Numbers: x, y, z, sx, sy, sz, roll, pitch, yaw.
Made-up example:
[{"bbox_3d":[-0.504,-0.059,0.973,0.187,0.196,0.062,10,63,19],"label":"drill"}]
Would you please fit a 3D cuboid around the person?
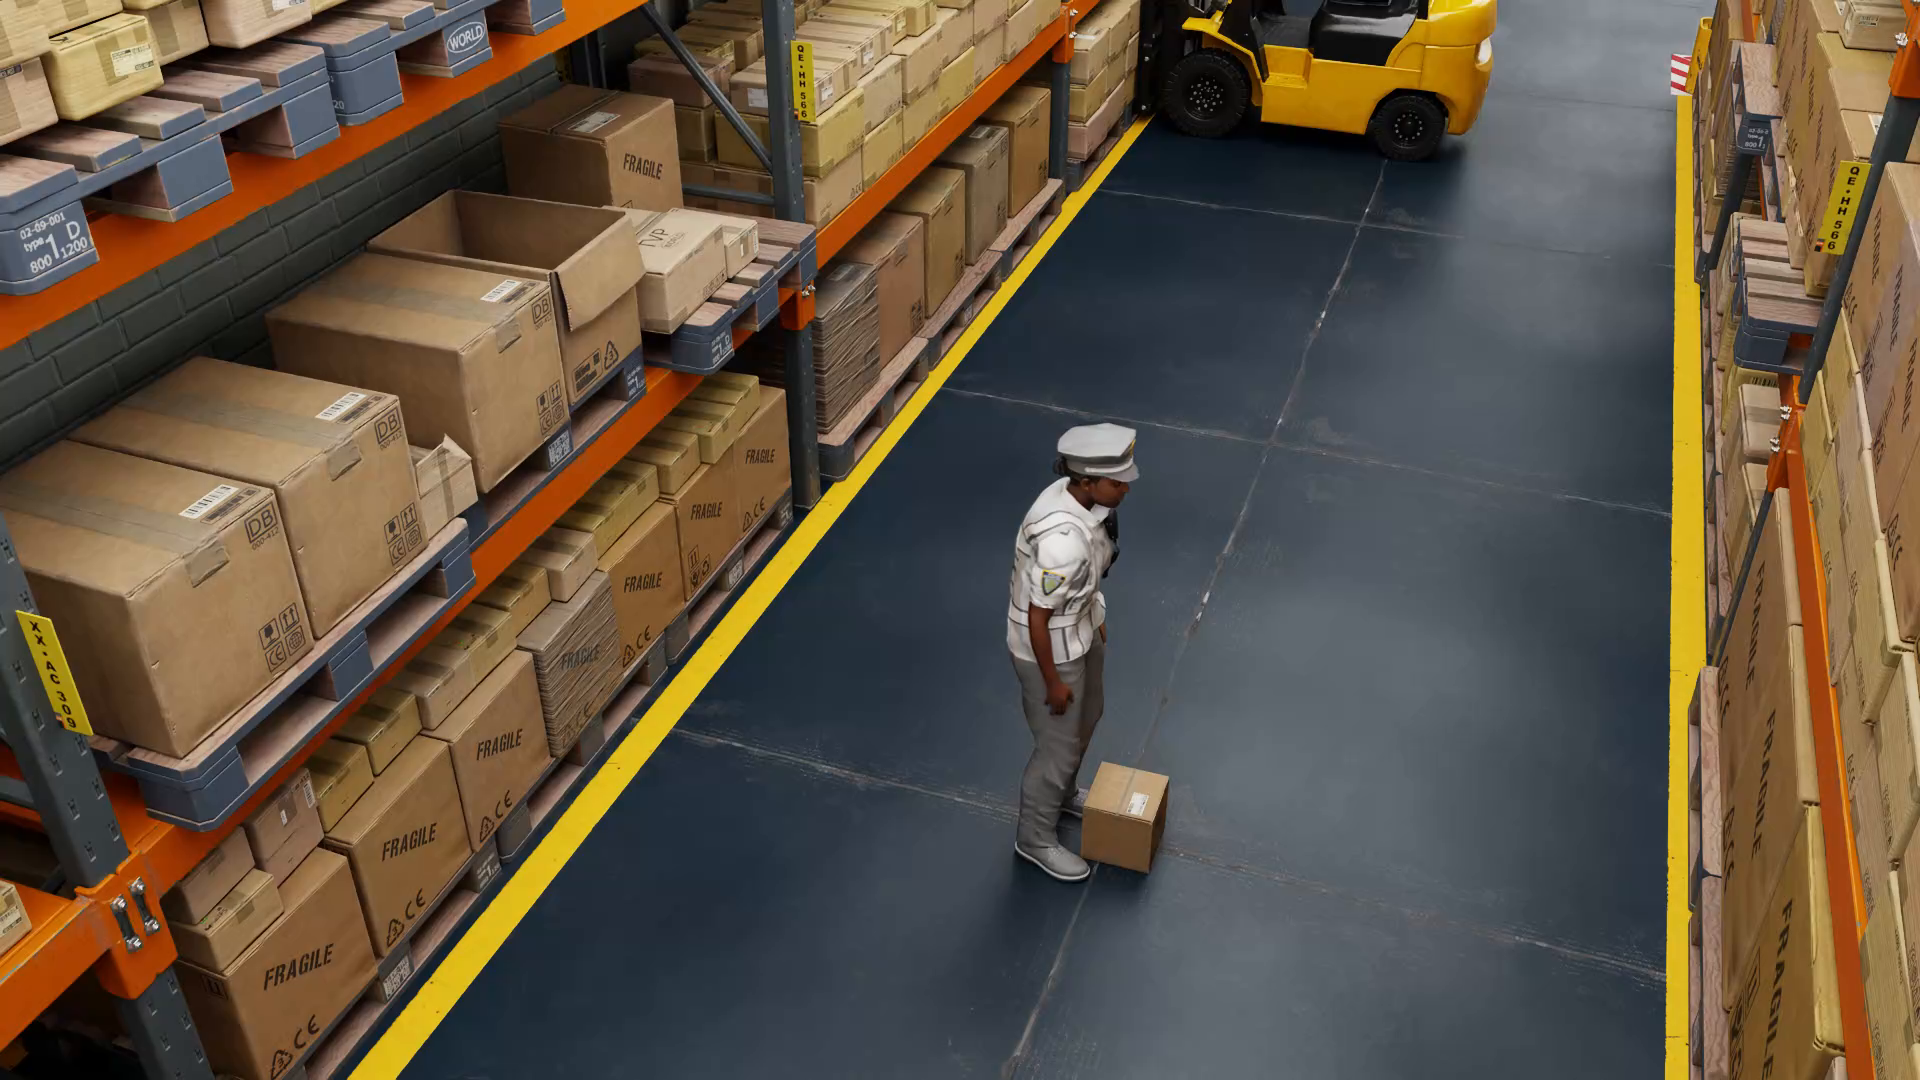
[{"bbox_3d":[0.362,0.360,5.596,0.393,1.659,0.505,12,35,18],"label":"person"}]
